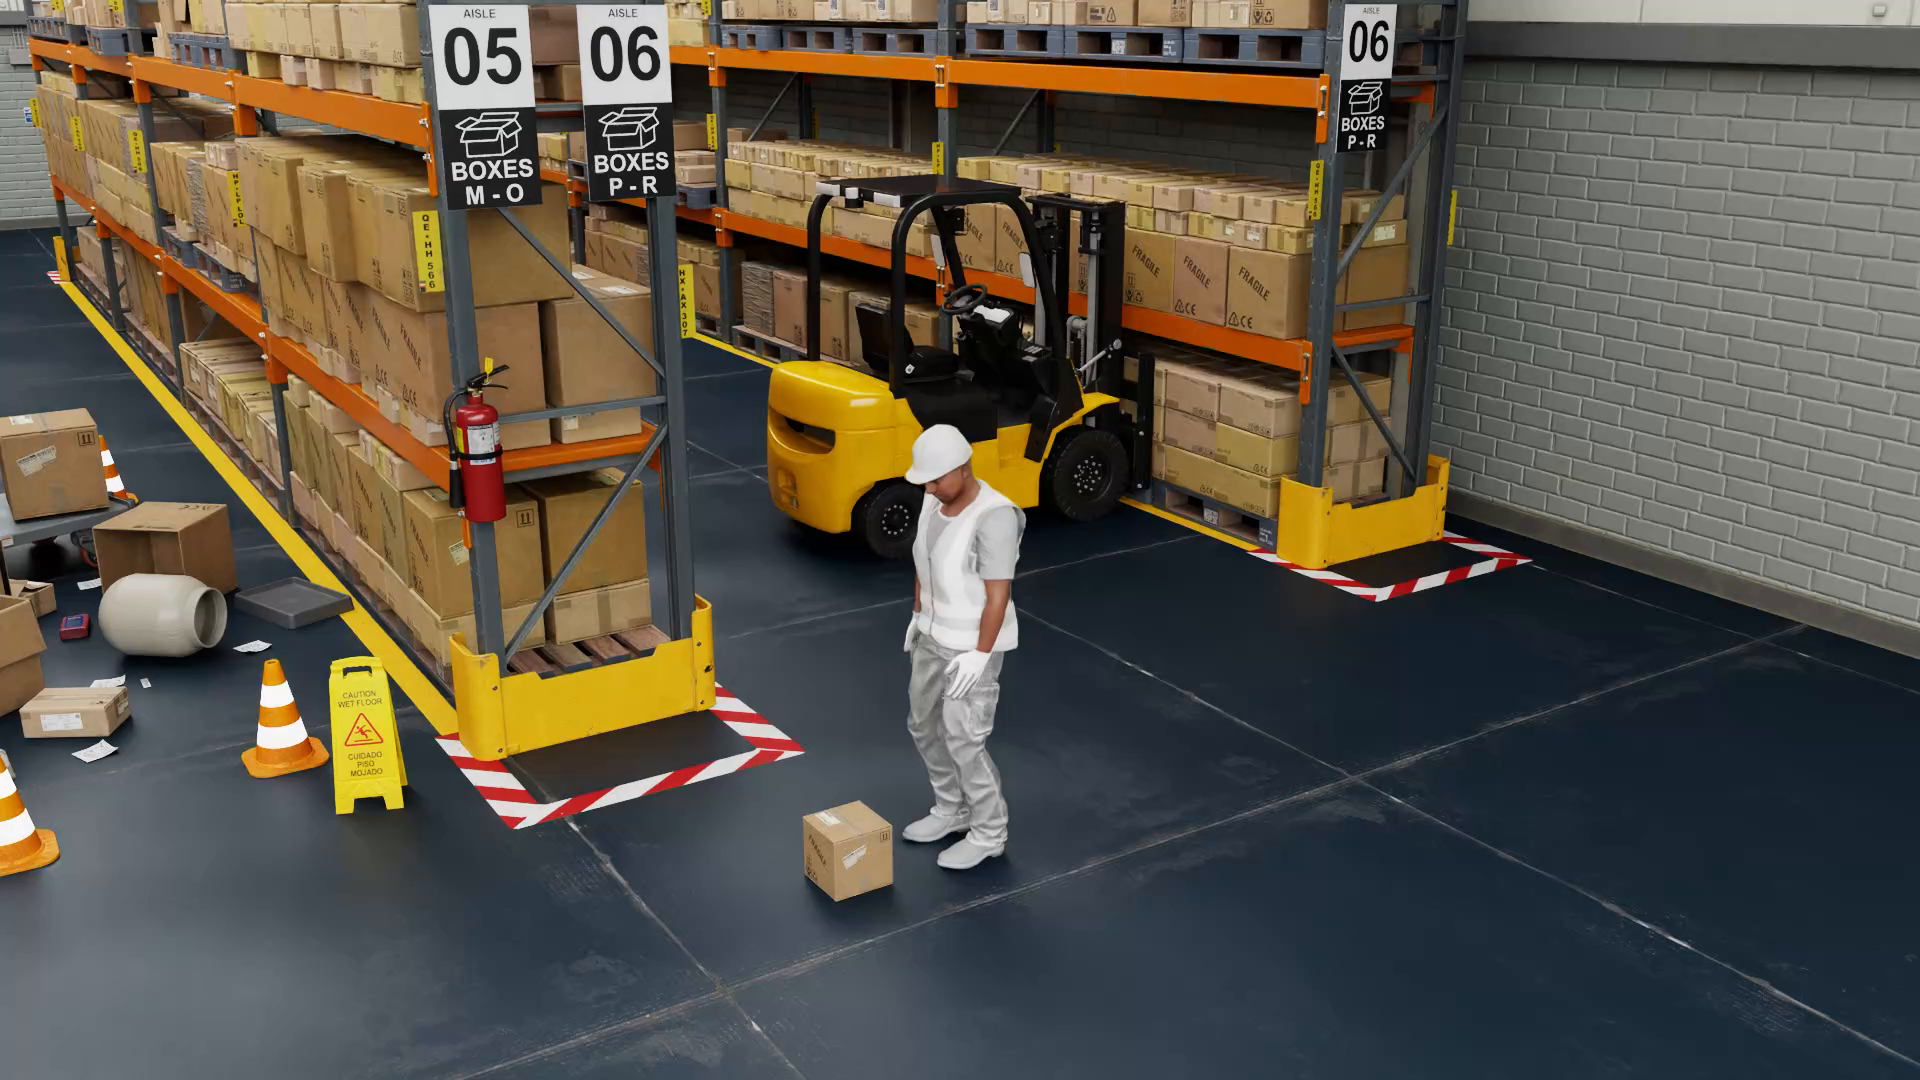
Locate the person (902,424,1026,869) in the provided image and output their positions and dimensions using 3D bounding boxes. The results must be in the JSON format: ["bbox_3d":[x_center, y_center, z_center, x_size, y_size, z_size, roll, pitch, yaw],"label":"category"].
[{"bbox_3d":[-0.004,0.398,6.351,0.427,1.748,0.566,-11,21,-30],"label":"person"}]
